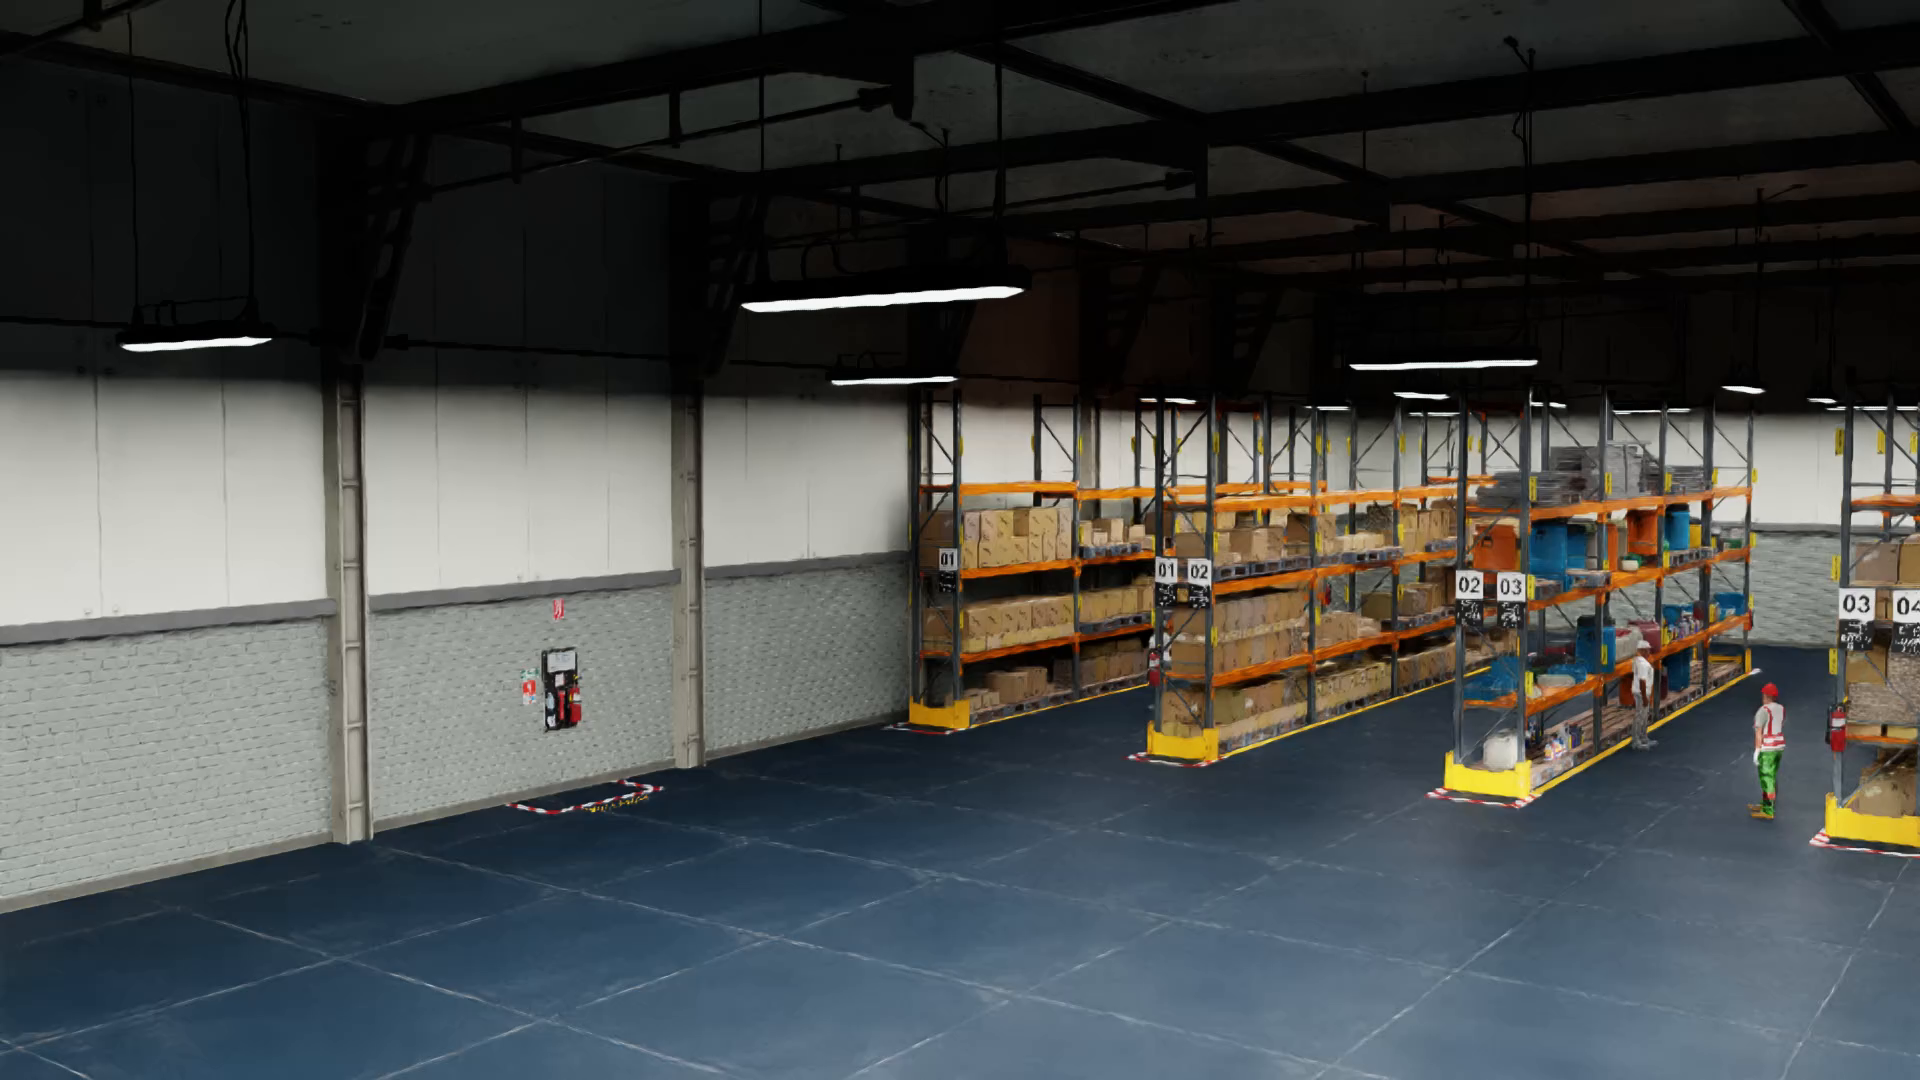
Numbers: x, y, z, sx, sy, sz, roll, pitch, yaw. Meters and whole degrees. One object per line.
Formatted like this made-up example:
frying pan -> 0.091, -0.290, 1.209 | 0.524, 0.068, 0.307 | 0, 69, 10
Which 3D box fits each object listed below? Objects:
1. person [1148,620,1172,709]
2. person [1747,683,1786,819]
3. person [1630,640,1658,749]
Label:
person -> 3.802, 2.352, 31.661 | 0.573, 1.665, 0.549 | -1, 4, -24
person -> 10.833, 2.785, 22.398 | 0.608, 1.725, 0.486 | -2, 4, -31
person -> 11.319, 2.535, 27.471 | 0.452, 1.767, 0.632 | 1, 3, 18
